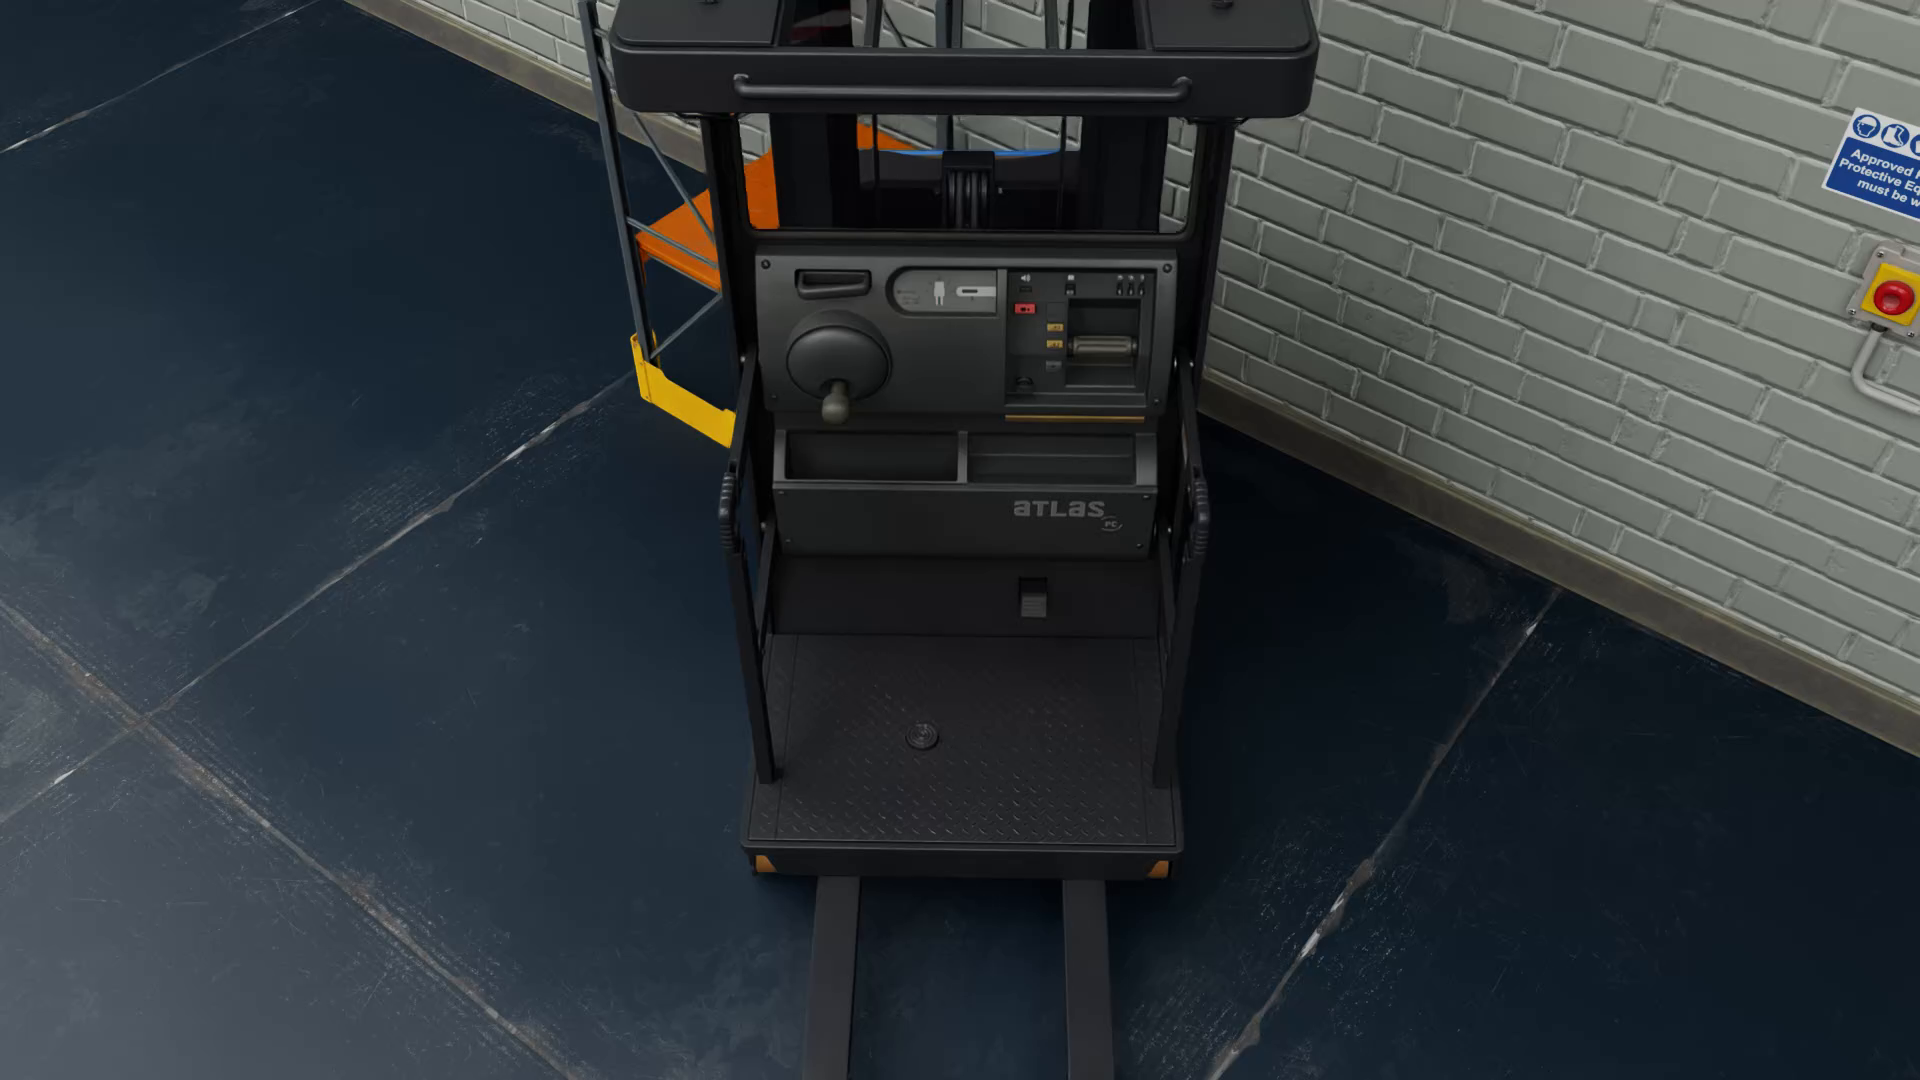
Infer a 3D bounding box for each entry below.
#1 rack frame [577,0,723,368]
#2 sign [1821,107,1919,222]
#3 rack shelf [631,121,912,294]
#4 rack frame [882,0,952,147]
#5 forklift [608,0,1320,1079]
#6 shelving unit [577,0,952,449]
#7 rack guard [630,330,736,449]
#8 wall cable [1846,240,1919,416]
[{"bbox_3d":[-0.866,-0.896,5.069,0.500,1.500,0.032,30,53,26],"label":"rack frame"},{"bbox_3d":[2.167,-0.837,3.788,0.327,0.218,0.001,29,53,25],"label":"sign"},{"bbox_3d":[-0.547,-1.058,5.472,0.538,0.185,1.000,30,53,26],"label":"rack shelf"},{"bbox_3d":[-0.229,-1.469,5.616,0.500,1.500,0.032,30,53,26],"label":"rack frame"},{"bbox_3d":[0.012,-0.358,3.565,1.130,2.935,3.031,1,46,1],"label":"forklift"},{"bbox_3d":[-0.542,-1.188,5.347,0.587,1.500,1.083,30,53,26],"label":"shelving unit"},{"bbox_3d":[-0.854,-0.475,5.531,0.587,0.250,0.087,30,53,26],"label":"rack guard"},{"bbox_3d":[2.168,-1.049,3.454,0.585,1.953,0.123,29,53,25],"label":"wall cable"}]
